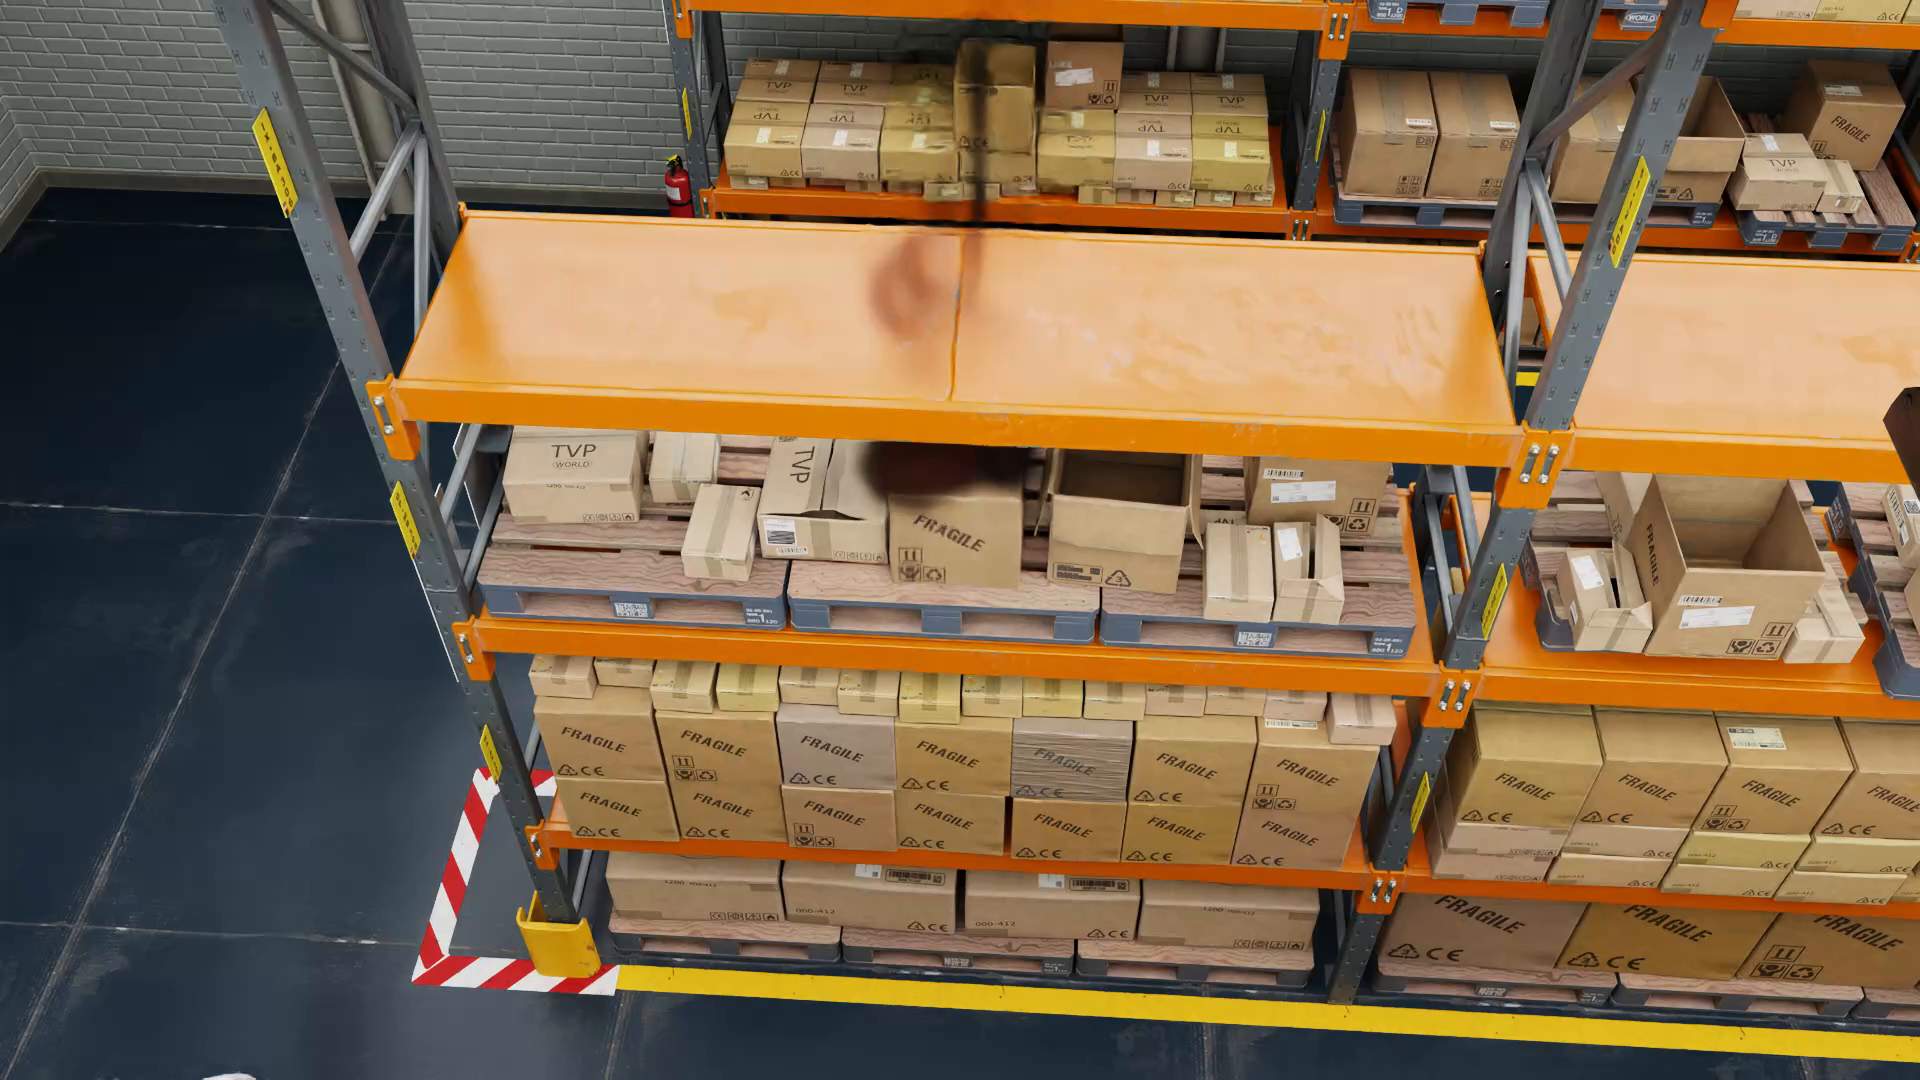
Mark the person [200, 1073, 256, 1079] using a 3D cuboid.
[{"bbox_3d":[-3.258,2.610,7.295,0.694,1.685,0.981,-11,49,-10],"label":"person"}]
